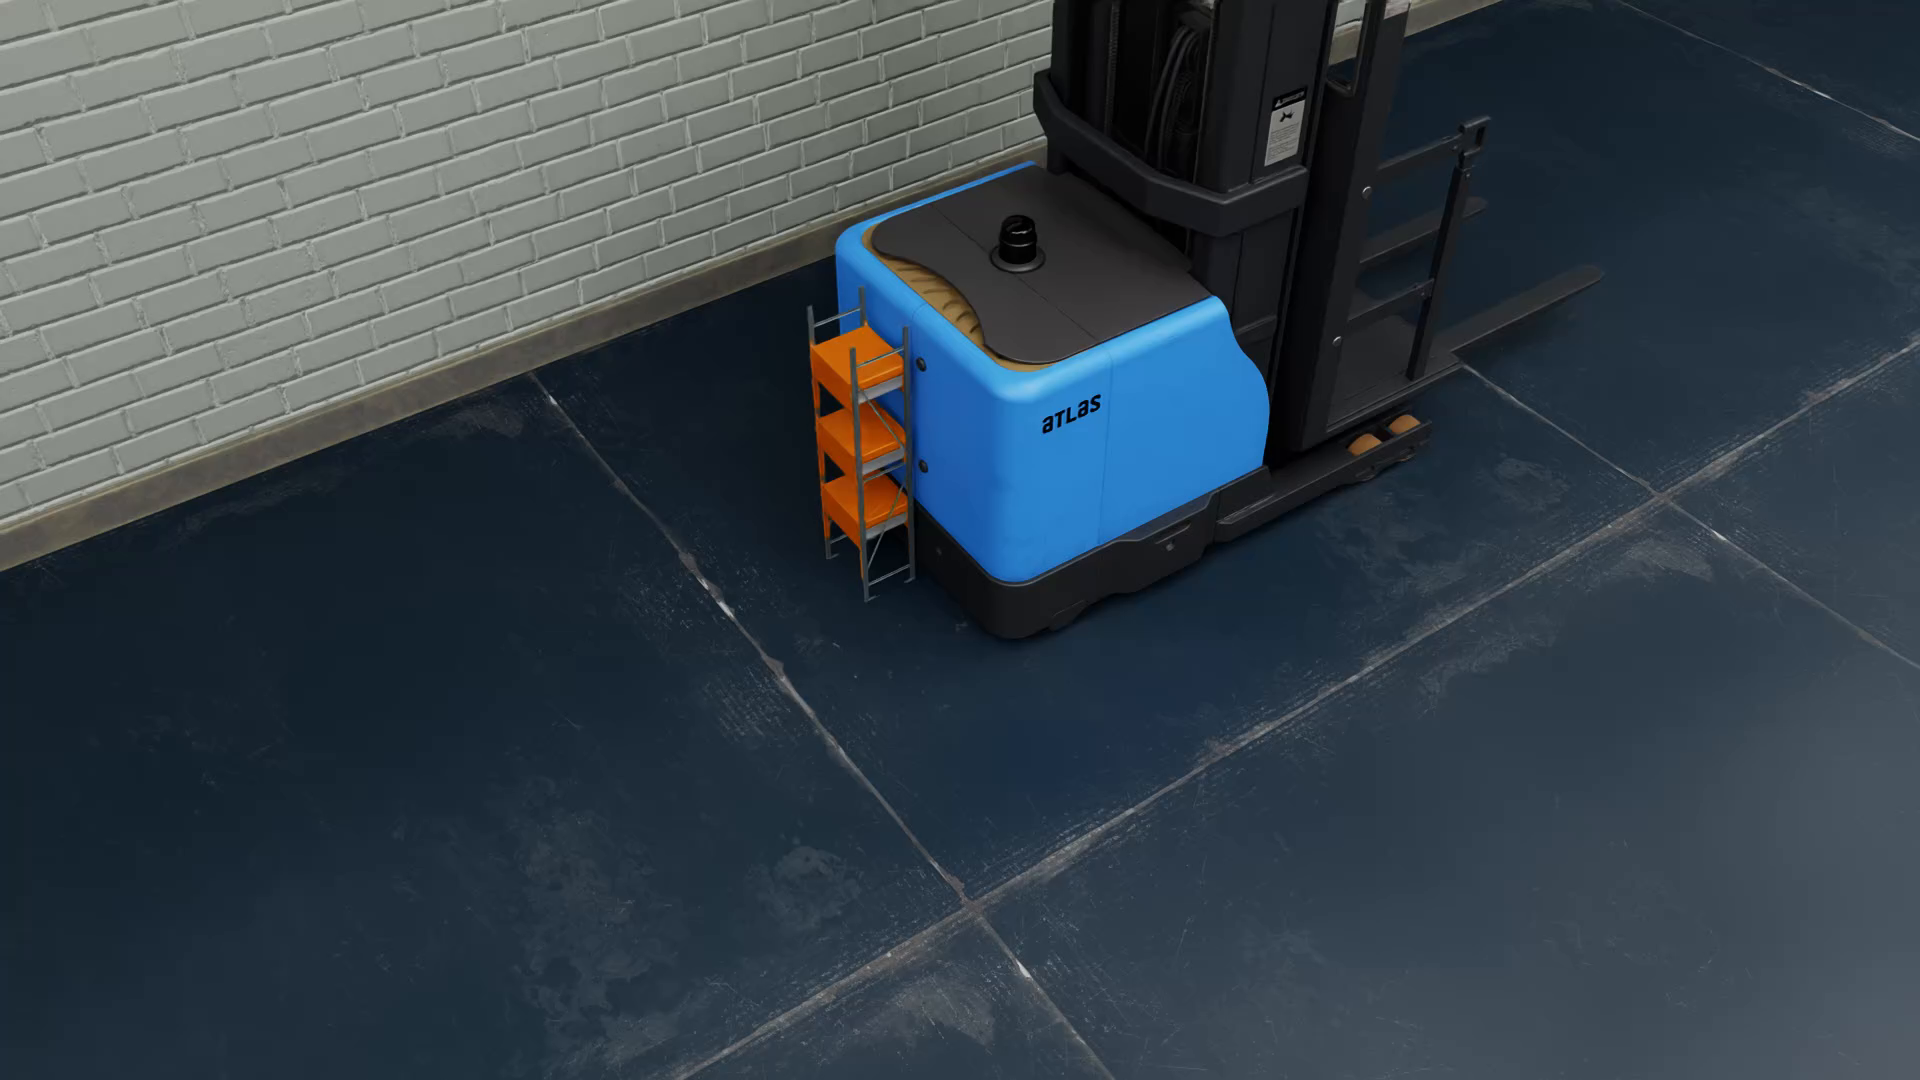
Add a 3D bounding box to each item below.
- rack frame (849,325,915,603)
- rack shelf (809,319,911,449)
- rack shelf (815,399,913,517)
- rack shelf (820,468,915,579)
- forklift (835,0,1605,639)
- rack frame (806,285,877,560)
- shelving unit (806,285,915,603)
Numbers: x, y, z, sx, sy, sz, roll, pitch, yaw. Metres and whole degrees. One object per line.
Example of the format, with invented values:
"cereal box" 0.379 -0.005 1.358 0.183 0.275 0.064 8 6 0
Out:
"rack frame" -0.236 -0.211 5.211 0.200 1.050 0.008 -25 49 -24
"rack shelf" -0.304 -0.479 5.095 0.215 0.259 0.240 -25 49 -24
"rack shelf" -0.304 -0.273 5.291 0.215 0.259 0.240 -25 49 -24
"rack shelf" -0.304 -0.072 5.483 0.215 0.259 0.240 -25 49 -24
"forklift" 1.097 -1.551 5.252 3.031 2.935 1.130 -25 49 -24
"rack frame" -0.373 -0.351 5.357 0.200 1.050 0.008 -25 49 -24
"shelving unit" -0.304 -0.281 5.284 0.215 1.050 0.252 -25 49 -24
